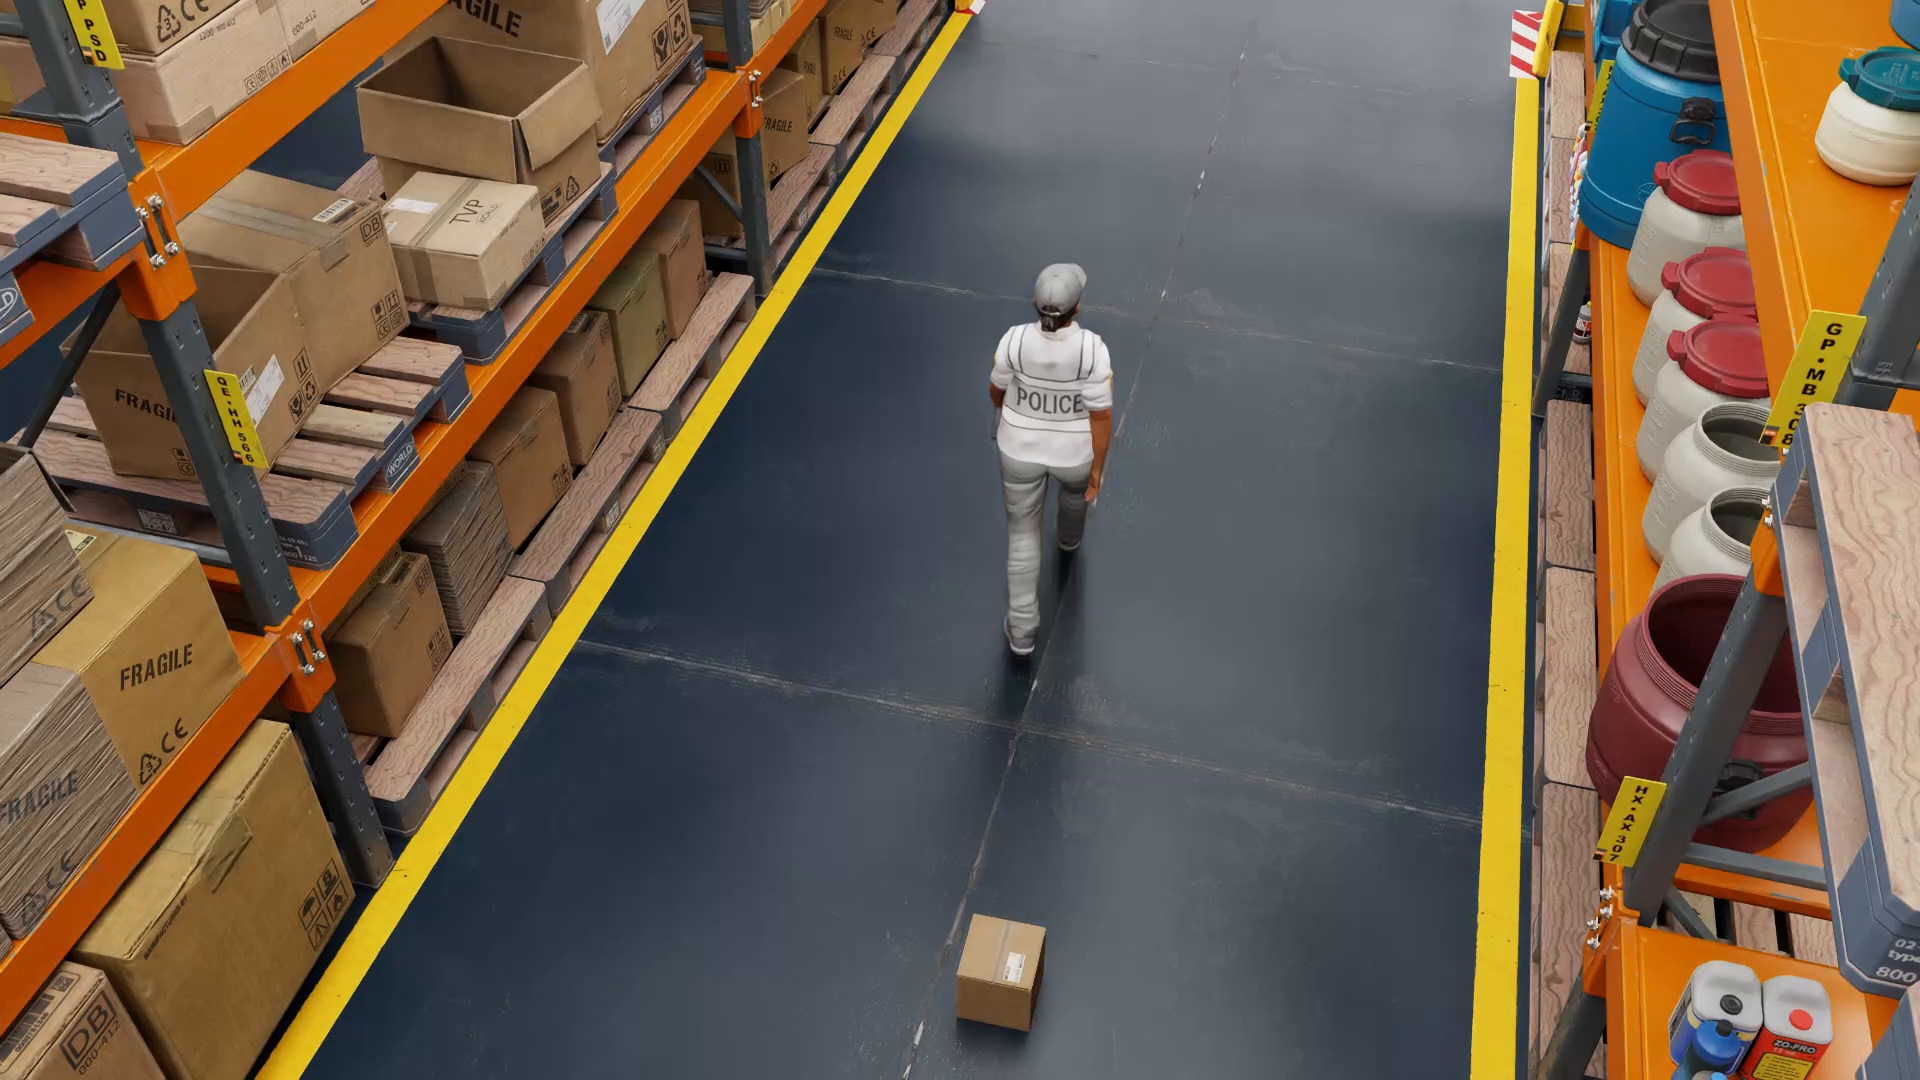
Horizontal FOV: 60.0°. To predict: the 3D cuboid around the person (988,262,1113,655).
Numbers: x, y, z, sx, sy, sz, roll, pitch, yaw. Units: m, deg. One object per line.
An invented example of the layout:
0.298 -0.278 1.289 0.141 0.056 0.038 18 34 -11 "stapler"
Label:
0.353 -0.414 6.620 0.486 1.604 1.030 3 41 3 "person"
